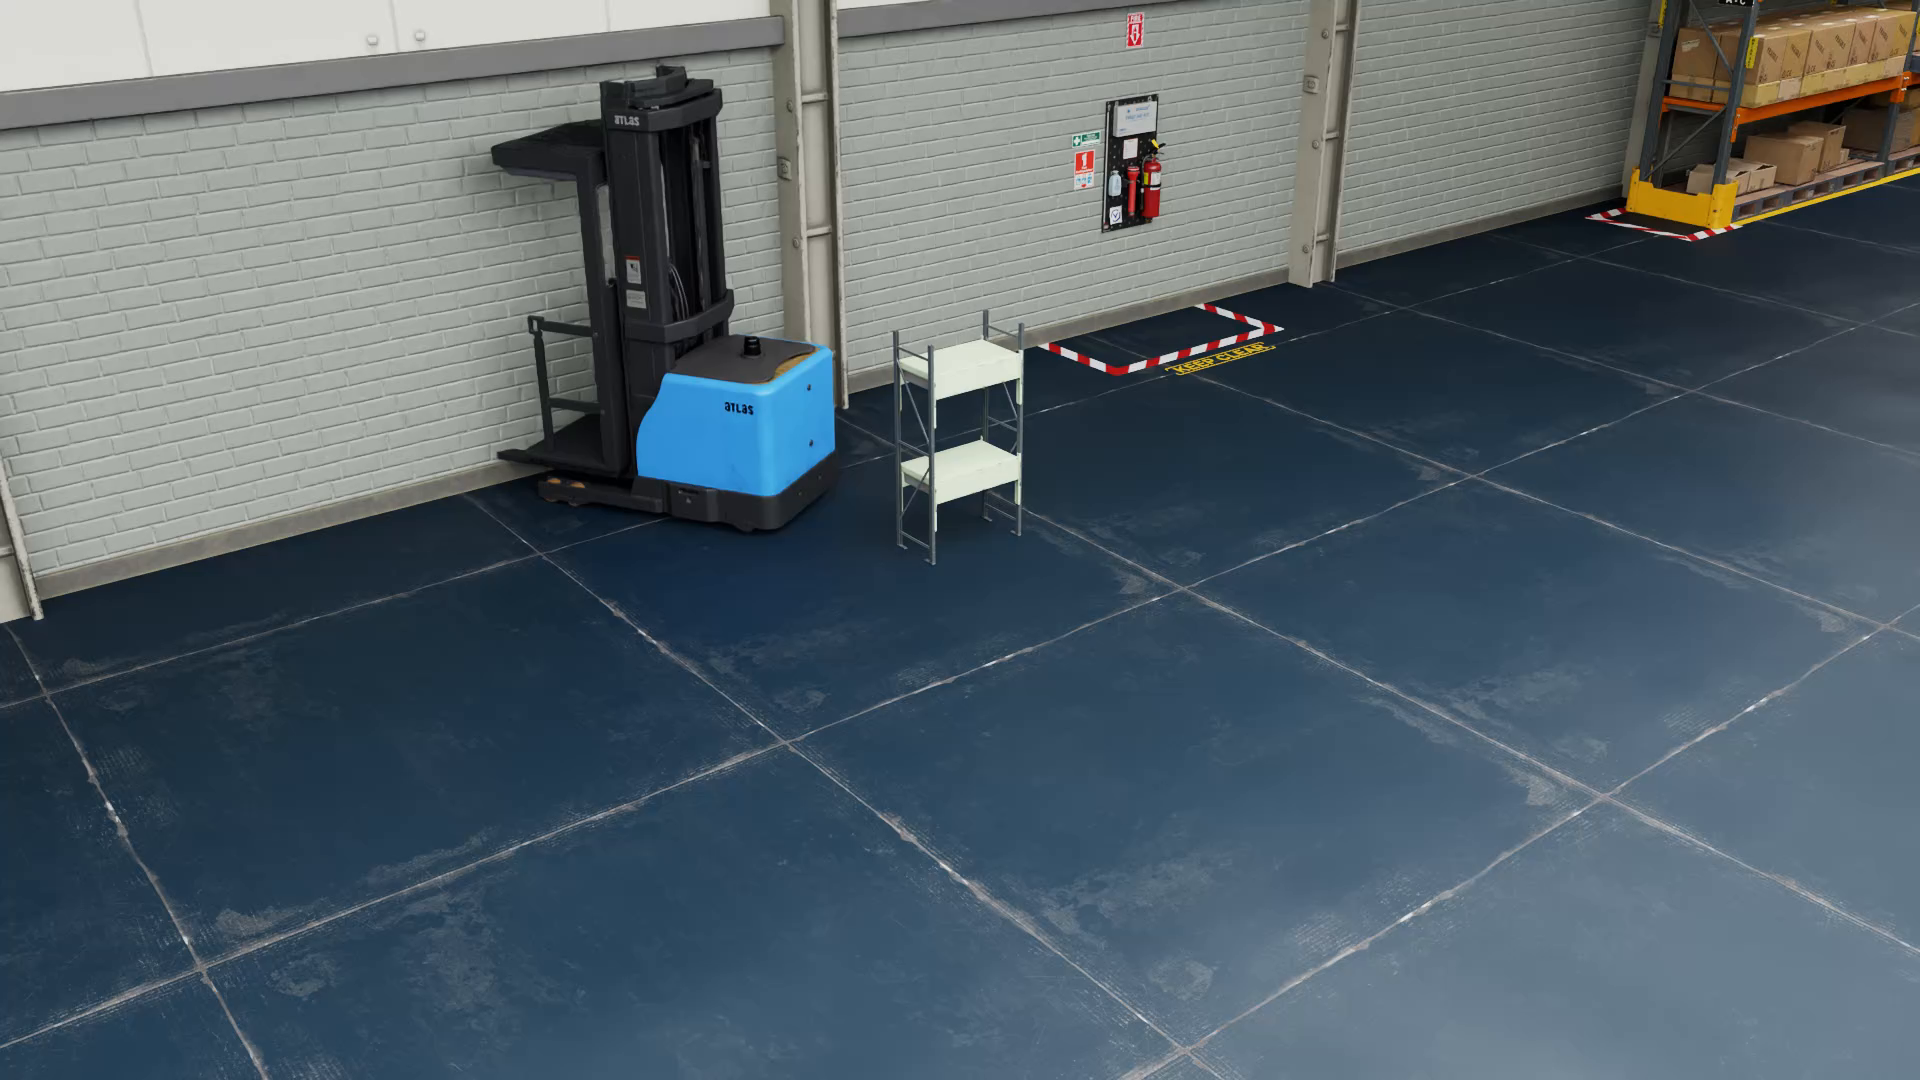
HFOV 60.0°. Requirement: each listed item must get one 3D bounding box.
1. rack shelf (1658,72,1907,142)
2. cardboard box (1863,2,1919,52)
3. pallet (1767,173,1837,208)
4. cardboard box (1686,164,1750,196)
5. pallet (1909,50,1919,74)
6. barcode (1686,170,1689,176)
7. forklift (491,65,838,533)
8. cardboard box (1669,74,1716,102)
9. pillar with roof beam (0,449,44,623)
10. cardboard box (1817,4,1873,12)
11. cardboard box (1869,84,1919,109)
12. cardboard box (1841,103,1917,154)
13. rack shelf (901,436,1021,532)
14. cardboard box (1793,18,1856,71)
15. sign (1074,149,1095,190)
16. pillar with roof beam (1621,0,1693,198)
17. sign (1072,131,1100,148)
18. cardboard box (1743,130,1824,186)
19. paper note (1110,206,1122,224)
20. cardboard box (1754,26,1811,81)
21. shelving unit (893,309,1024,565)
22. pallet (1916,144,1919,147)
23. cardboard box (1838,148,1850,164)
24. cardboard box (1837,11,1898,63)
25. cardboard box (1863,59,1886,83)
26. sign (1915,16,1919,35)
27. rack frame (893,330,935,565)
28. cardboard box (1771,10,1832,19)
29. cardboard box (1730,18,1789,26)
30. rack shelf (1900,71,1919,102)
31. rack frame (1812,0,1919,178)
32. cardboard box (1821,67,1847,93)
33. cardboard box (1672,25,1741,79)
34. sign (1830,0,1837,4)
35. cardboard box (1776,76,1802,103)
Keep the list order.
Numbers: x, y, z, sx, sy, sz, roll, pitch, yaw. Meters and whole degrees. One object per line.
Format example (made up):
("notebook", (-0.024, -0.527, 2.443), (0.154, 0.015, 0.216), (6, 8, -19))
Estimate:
("rack shelf", (9.845, -5.282, 19.922), (4.000, 0.370, 1.077), (-18, 31, -34))
("cardboard box", (11.840, -6.493, 21.037), (0.500, 0.500, 0.700), (-18, 30, -34))
("pallet", (9.951, -4.358, 20.389), (1.213, 0.211, 1.003), (-18, 31, -34))
("cardboard box", (8.871, -4.218, 19.448), (0.500, 0.311, 0.500), (-23, 33, -40))
("pallet", (12.110, -6.191, 21.254), (1.213, 0.211, 1.003), (-18, 31, -34))
("barcode", (8.638, -4.360, 19.741), (0.075, 0.075, 0.001), (-18, 31, -34))
("forklift", (-2.448, -1.763, 11.567), (3.031, 2.935, 1.130), (10, 27, 20))
("cardboard box", (8.519, -5.215, 19.078), (0.500, 0.250, 0.500), (-18, 30, -33))
("pillar with roof beam", (-3.220, -2.176, 5.250), (0.400, 9.000, 9.100), (-18, 31, -34))
("cardboard box", (10.920, -6.356, 20.645), (0.500, 0.500, 0.500), (-19, 31, -35))
("cardboard box", (12.332, -5.846, 21.838), (0.500, 0.250, 0.500), (-19, 31, -35))
("cardboard box", (11.987, -5.390, 21.747), (0.500, 0.500, 0.700), (-17, 30, -32))
("rack shelf", (-0.005, -0.383, 11.068), (0.720, 0.370, 0.431), (-18, 31, -34))
("cardboard box", (10.036, -5.789, 19.425), (0.500, 0.500, 0.500), (-17, 30, -32))
("sign", (1.099, -3.276, 14.703), (0.234, 0.329, 0.001), (-18, 31, -34))
("pillar with roof beam", (10.944, -6.852, 15.325), (0.400, 9.000, 9.100), (-18, 31, -34))
("sign", (1.108, -3.514, 14.587), (0.331, 0.109, 0.001), (-18, 31, -34))
("cardboard box", (9.927, -4.626, 20.102), (0.500, 0.500, 0.700), (-21, 32, -37))
("paper note", (1.416, -2.946, 15.082), (0.142, 0.148, 0.016), (-18, 31, -34))
("cardboard box", (9.227, -5.519, 18.843), (0.500, 0.500, 0.500), (-18, 30, -34))
("shelving unit", (-0.005, -0.679, 10.931), (0.755, 1.500, 0.431), (-18, 31, -34))
("pallet", (12.991, -5.384, 22.600), (1.213, 0.211, 1.003), (-18, 31, -34))
("cardboard box", (11.016, -4.893, 21.073), (0.380, 0.166, 0.250), (22, 33, 39))
("cardboard box", (10.848, -6.052, 19.991), (0.500, 0.500, 0.500), (-18, 31, -34))
("cardboard box", (10.835, -5.718, 20.163), (0.500, 0.250, 0.500), (-18, 30, -34))
("sign", (11.759, -6.343, 20.325), (0.005, 0.325, 0.100), (-18, 31, -34))
("rack frame", (-0.293, -0.583, 10.726), (0.023, 1.500, 0.400), (-18, 31, -34))
("cardboard box", (10.115, -6.095, 20.084), (0.500, 0.500, 0.500), (-17, 30, -33))
("cardboard box", (9.317, -5.826, 19.503), (0.500, 0.500, 0.500), (-19, 31, -35))
("rack shelf", (12.992, -6.321, 22.161), (4.000, 0.370, 1.077), (-18, 31, -34))
("rack frame", (11.418, -6.128, 20.890), (0.127, 3.000, 1.000), (-18, 31, -34))
("cardboard box", (10.054, -5.452, 19.588), (0.500, 0.250, 0.500), (-18, 30, -34))
("cardboard box", (8.510, -5.563, 18.936), (0.500, 0.500, 0.500), (-19, 31, -35))
("sign", (11.073, -6.836, 21.040), (0.005, 0.325, 0.100), (-18, 31, -34))
("cardboard box", (9.250, -5.191, 19.026), (0.500, 0.250, 0.500), (-19, 31, -36))
